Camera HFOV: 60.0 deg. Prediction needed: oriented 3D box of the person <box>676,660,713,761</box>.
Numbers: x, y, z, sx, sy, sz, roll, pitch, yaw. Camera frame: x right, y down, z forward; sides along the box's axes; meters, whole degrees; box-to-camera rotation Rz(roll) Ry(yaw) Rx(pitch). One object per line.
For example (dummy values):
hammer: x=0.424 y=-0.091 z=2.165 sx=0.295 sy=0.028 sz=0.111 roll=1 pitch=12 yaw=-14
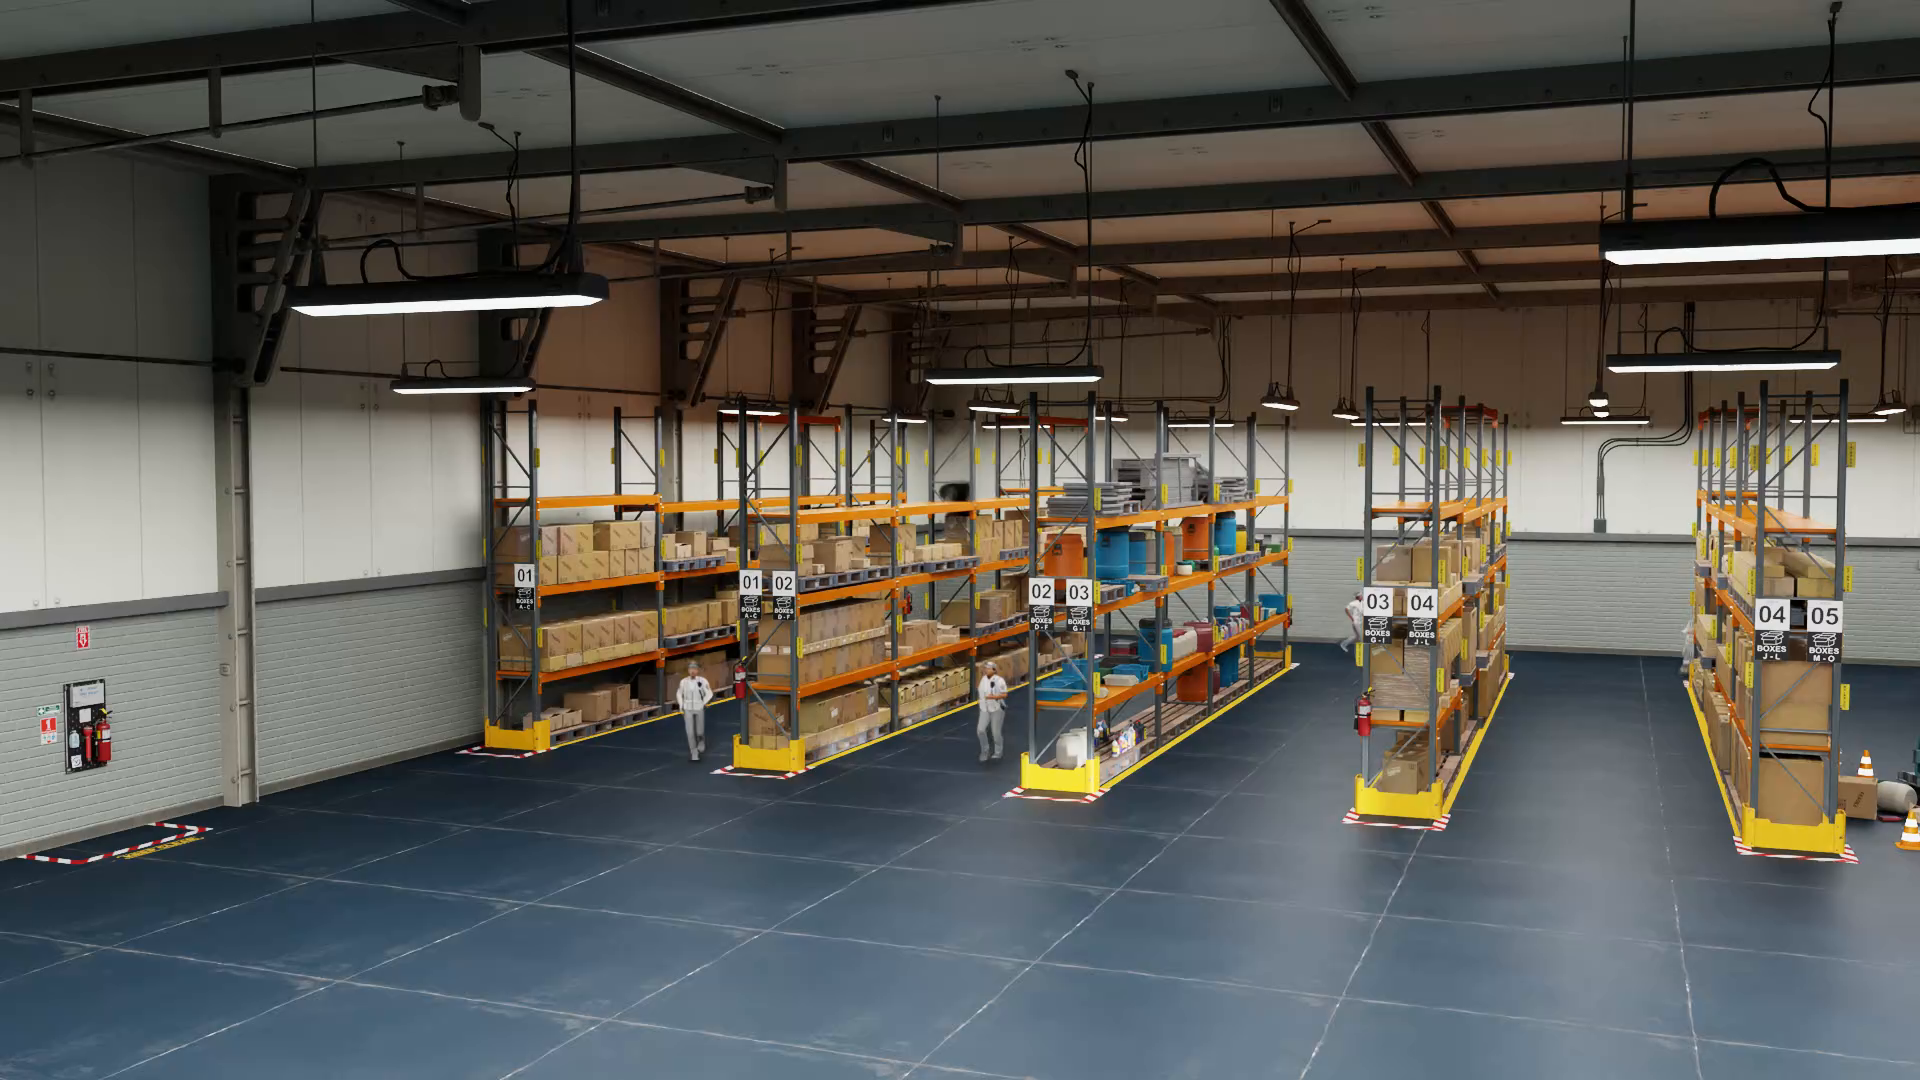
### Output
person: x=-4.414 y=2.815 z=27.609 sx=0.608 sy=1.649 sz=0.576 roll=0 pitch=3 yaw=-2

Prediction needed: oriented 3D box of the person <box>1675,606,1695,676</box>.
person: x=16.557 y=2.280 z=37.699 sx=0.752 sy=1.762 sz=0.787 roll=2 pitch=3 yaw=33

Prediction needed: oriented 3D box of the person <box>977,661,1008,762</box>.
person: x=0.520 y=2.843 z=27.370 sx=0.575 sy=1.701 sz=0.673 roll=2 pitch=3 yaw=29

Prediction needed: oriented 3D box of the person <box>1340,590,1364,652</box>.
person: x=9.977 y=2.113 z=41.658 sx=0.542 sy=1.726 sz=1.049 roll=-3 pitch=4 yaw=-44
